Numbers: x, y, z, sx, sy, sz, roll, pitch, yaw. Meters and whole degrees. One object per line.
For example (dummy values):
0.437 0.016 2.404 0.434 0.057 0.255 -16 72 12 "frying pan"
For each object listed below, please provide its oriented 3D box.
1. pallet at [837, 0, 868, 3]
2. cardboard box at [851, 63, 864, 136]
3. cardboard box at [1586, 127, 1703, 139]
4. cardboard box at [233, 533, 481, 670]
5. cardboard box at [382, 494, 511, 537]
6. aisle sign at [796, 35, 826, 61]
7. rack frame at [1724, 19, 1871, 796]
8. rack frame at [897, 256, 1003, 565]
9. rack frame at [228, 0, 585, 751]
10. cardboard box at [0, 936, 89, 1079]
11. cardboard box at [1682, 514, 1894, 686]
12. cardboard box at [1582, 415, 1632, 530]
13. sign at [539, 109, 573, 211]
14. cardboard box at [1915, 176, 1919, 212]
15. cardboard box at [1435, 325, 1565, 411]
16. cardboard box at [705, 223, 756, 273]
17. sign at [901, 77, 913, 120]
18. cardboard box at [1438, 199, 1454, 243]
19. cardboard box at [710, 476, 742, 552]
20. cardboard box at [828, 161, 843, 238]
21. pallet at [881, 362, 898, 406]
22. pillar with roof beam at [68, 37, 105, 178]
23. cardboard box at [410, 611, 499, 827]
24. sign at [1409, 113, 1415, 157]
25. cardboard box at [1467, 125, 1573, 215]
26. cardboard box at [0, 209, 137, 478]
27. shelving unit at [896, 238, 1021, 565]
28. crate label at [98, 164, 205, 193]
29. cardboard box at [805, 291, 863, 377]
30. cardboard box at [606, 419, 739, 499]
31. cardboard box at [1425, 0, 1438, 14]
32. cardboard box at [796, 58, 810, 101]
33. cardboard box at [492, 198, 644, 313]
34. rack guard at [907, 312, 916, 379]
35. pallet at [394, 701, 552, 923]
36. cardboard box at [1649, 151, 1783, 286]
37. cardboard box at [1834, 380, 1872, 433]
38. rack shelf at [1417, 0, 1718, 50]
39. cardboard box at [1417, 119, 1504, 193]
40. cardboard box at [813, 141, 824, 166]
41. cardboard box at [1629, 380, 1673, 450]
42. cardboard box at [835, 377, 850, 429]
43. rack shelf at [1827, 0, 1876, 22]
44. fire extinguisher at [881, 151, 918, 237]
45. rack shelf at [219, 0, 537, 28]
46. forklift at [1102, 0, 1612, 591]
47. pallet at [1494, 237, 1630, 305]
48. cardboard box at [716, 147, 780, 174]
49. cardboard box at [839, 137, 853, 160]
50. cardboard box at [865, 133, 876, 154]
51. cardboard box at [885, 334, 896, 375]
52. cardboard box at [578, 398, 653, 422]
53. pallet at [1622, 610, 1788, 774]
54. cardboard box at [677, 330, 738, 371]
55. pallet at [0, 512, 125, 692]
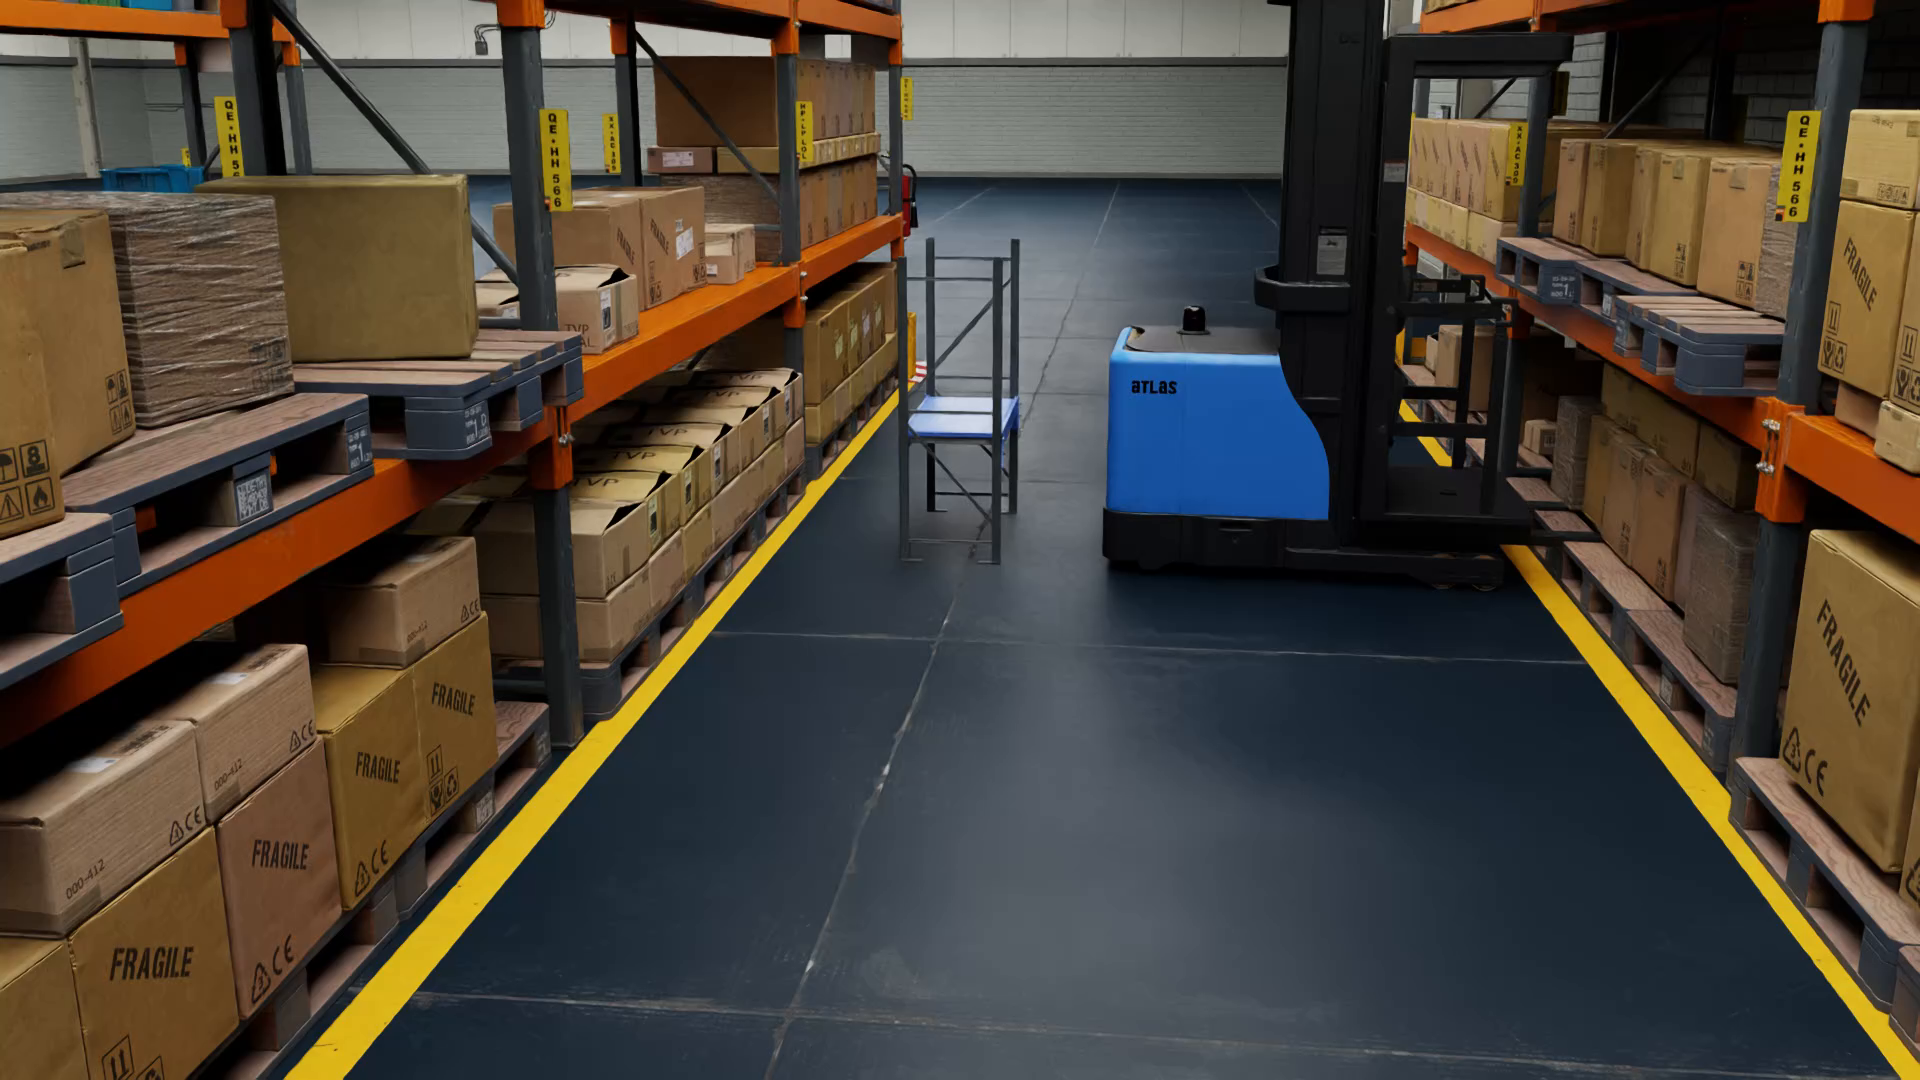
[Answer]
-1.200 -3.712 11.067 1.003 0.211 1.213 2 15 6 "pallet"
-1.084 -3.210 12.111 0.700 0.500 0.500 1 15 5 "cardboard box"
3.773 -2.040 9.271 0.500 0.500 0.500 1 15 5 "cardboard box"
-1.736 0.164 4.817 0.500 0.250 0.500 2 15 8 "cardboard box"
-2.047 -0.021 6.383 0.500 0.311 0.500 2 15 8 "cardboard box"
-1.256 -4.088 13.053 0.394 0.787 0.004 2 15 6 "aisle sign"
3.061 -0.587 5.087 1.000 3.000 0.127 2 15 6 "rack frame"
-0.048 -0.614 8.061 0.500 1.500 0.032 2 15 6 "rack frame"
-1.862 -0.732 5.623 1.000 3.000 0.127 2 15 6 "rack frame"
-1.967 1.043 3.005 0.500 0.500 0.500 2 15 7 "cardboard box"
3.090 0.219 6.052 0.700 0.500 0.500 2 15 7 "cardboard box"
3.437 -0.303 7.983 0.700 0.500 0.500 1 15 5 "cardboard box"
-1.322 -1.239 5.432 0.100 0.325 0.005 2 15 6 "sign"
2.693 -0.901 4.011 0.500 0.250 0.500 1 15 5 "cardboard box"
3.599 -1.154 11.130 0.700 0.500 0.500 1 15 3 "cardboard box"
-1.423 -1.568 9.002 0.500 0.250 0.500 3 15 10 "cardboard box"
-0.422 -3.461 13.042 0.100 0.325 0.005 2 15 6 "sign"
3.426 -2.084 10.871 0.500 0.250 0.500 2 15 7 "cardboard box"
-1.344 -0.133 7.871 0.500 0.250 0.500 2 15 7 "cardboard box"
-1.196 -2.333 11.351 0.700 0.500 0.500 2 15 8 "cardboard box"
-1.004 -1.261 12.922 1.003 0.211 1.213 2 15 6 "pallet"
-18.892 -13.933 42.949 9.100 9.000 0.400 2 15 6 "pillar with roof beam"
-1.734 0.512 4.969 0.500 0.500 0.500 2 15 8 "cardboard box"
3.424 -3.096 12.706 0.100 0.325 0.005 2 15 6 "sign"
3.309 -2.185 9.809 0.500 0.500 0.500 2 15 6 "cardboard box"
-2.175 -0.406 3.420 0.700 0.500 0.500 -2 15 -8 "cardboard box"
0.010 -0.746 8.548 0.538 1.500 1.048 2 15 6 "shelving unit"
-5.819 -2.486 12.040 0.502 0.435 0.616 2 15 6 "crate label"
-0.934 -1.377 11.035 0.500 0.500 0.500 2 15 6 "cardboard box"
-1.343 -0.407 7.811 0.500 0.311 0.500 2 15 6 "cardboard box"
3.677 -4.089 12.059 0.500 0.500 0.500 2 15 8 "cardboard box"
-1.311 -2.690 10.188 0.700 0.500 0.500 2 15 6 "cardboard box"
-1.689 -1.216 7.221 0.500 0.500 0.500 1 15 3 "cardboard box"
-0.956 -1.606 13.645 1.175 0.500 0.348 2 15 6 "rack guard"
-1.984 0.807 5.275 1.003 0.211 1.213 2 15 6 "pallet"
3.222 -1.294 6.666 0.700 0.500 0.500 2 15 6 "cardboard box"
2.793 -0.397 4.826 0.380 0.149 0.250 1 15 5 "cardboard box"
3.738 -3.244 10.544 1.077 0.370 4.000 2 15 6 "rack shelf"
3.545 -2.718 11.781 0.500 0.500 0.500 2 15 6 "cardboard box"
-1.074 -2.460 10.578 0.380 0.149 0.250 1 15 4 "cardboard box"
3.344 -0.551 7.464 0.500 0.250 0.500 1 15 5 "cardboard box"
-0.995 -0.886 10.654 0.500 0.250 0.500 2 15 6 "cardboard box"
2.835 -1.169 2.871 1.077 0.370 4.000 2 15 6 "rack shelf"
-0.484 -2.787 13.369 0.296 0.674 0.183 2 15 6 "fire extinguisher"
-2.088 -1.314 3.407 1.077 0.370 4.000 2 15 6 "rack shelf"
2.257 -1.325 7.947 3.031 2.935 1.130 2 15 8 "forklift"
3.281 -1.338 8.231 1.003 0.211 1.213 2 15 6 "pallet"
-1.188 -2.195 9.598 0.380 0.149 0.250 2 15 6 "cardboard box"
-0.958 -2.728 11.569 0.380 0.149 0.250 2 15 8 "cardboard box"
-0.841 -2.996 12.560 0.380 0.149 0.250 2 15 8 "cardboard box"
-0.771 -1.404 12.573 0.500 0.250 0.500 2 15 6 "cardboard box"
-1.824 -0.552 8.345 0.500 0.311 0.500 1 15 4 "cardboard box"
3.150 0.556 6.200 1.003 0.211 1.213 2 15 6 "pallet"
-1.507 -1.263 10.613 0.500 0.500 0.500 2 15 6 "cardboard box"
-2.115 0.194 2.566 1.003 0.211 1.213 2 15 6 "pallet"
